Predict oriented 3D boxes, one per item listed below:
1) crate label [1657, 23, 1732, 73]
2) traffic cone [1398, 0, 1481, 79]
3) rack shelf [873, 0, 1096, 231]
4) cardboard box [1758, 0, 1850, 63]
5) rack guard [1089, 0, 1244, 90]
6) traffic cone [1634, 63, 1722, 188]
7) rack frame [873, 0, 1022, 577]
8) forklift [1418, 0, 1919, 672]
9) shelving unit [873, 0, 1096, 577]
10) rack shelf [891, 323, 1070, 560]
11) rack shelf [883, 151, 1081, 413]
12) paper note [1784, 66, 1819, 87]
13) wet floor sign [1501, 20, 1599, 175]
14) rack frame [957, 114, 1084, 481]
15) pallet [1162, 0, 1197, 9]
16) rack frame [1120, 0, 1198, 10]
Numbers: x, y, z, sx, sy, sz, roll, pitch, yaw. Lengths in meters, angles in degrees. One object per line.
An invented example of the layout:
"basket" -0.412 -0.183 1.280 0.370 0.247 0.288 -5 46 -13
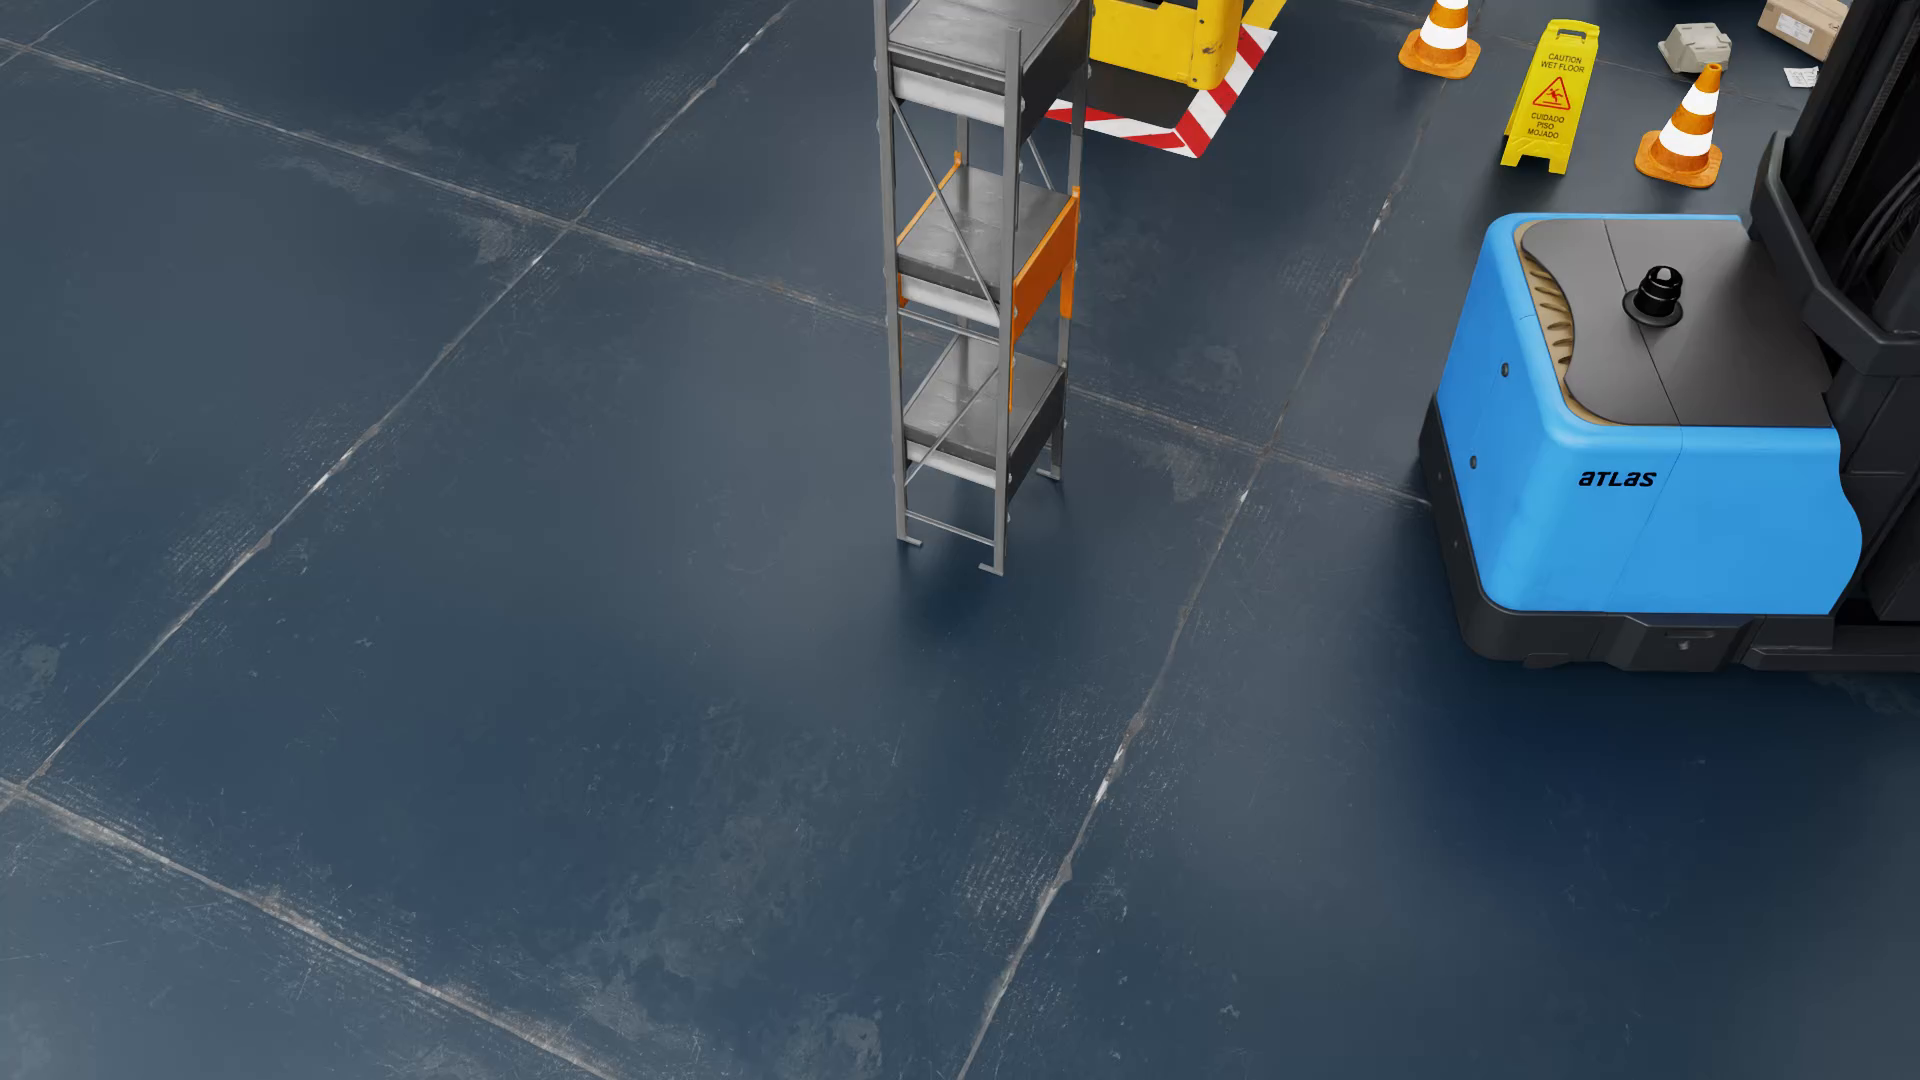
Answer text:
"crate label" 3.361 -2.236 7.563 0.250 0.136 0.298 -4 50 -3
"traffic cone" 2.205 -2.382 7.473 0.336 0.463 0.334 20 52 16
"rack shelf" 0.071 -1.239 4.525 0.431 0.518 0.480 20 52 16
"cardboard box" 3.946 -2.395 7.690 0.250 0.149 0.380 -28 55 -22
"rack guard" 0.684 -2.474 7.527 1.175 0.500 0.348 20 52 16
"traffic cone" 3.081 -1.780 6.961 0.336 0.463 0.334 20 52 16
"rack frame" -0.034 -0.626 4.904 0.400 2.100 0.015 20 52 16
"forklift" 3.147 -0.902 4.593 3.031 2.935 1.130 1 50 1
"shelving unit" 0.071 -0.794 5.047 0.431 2.100 0.503 20 52 16
"rack shelf" 0.071 -0.332 5.591 0.431 0.518 0.480 20 52 16
"rack shelf" 0.071 -0.786 5.058 0.431 0.518 0.480 20 52 16
"paper note" 3.817 -2.096 7.513 0.148 0.019 0.142 4 50 3
"wet floor sign" 2.472 -1.873 6.920 0.267 0.644 0.232 12 51 10
"rack frame" 0.175 -0.962 5.190 0.400 2.100 0.015 20 52 16
"pallet" 0.965 -2.973 8.141 1.003 0.211 1.213 20 52 16
"rack frame" 0.694 -3.301 6.589 1.000 3.000 0.127 20 52 16
